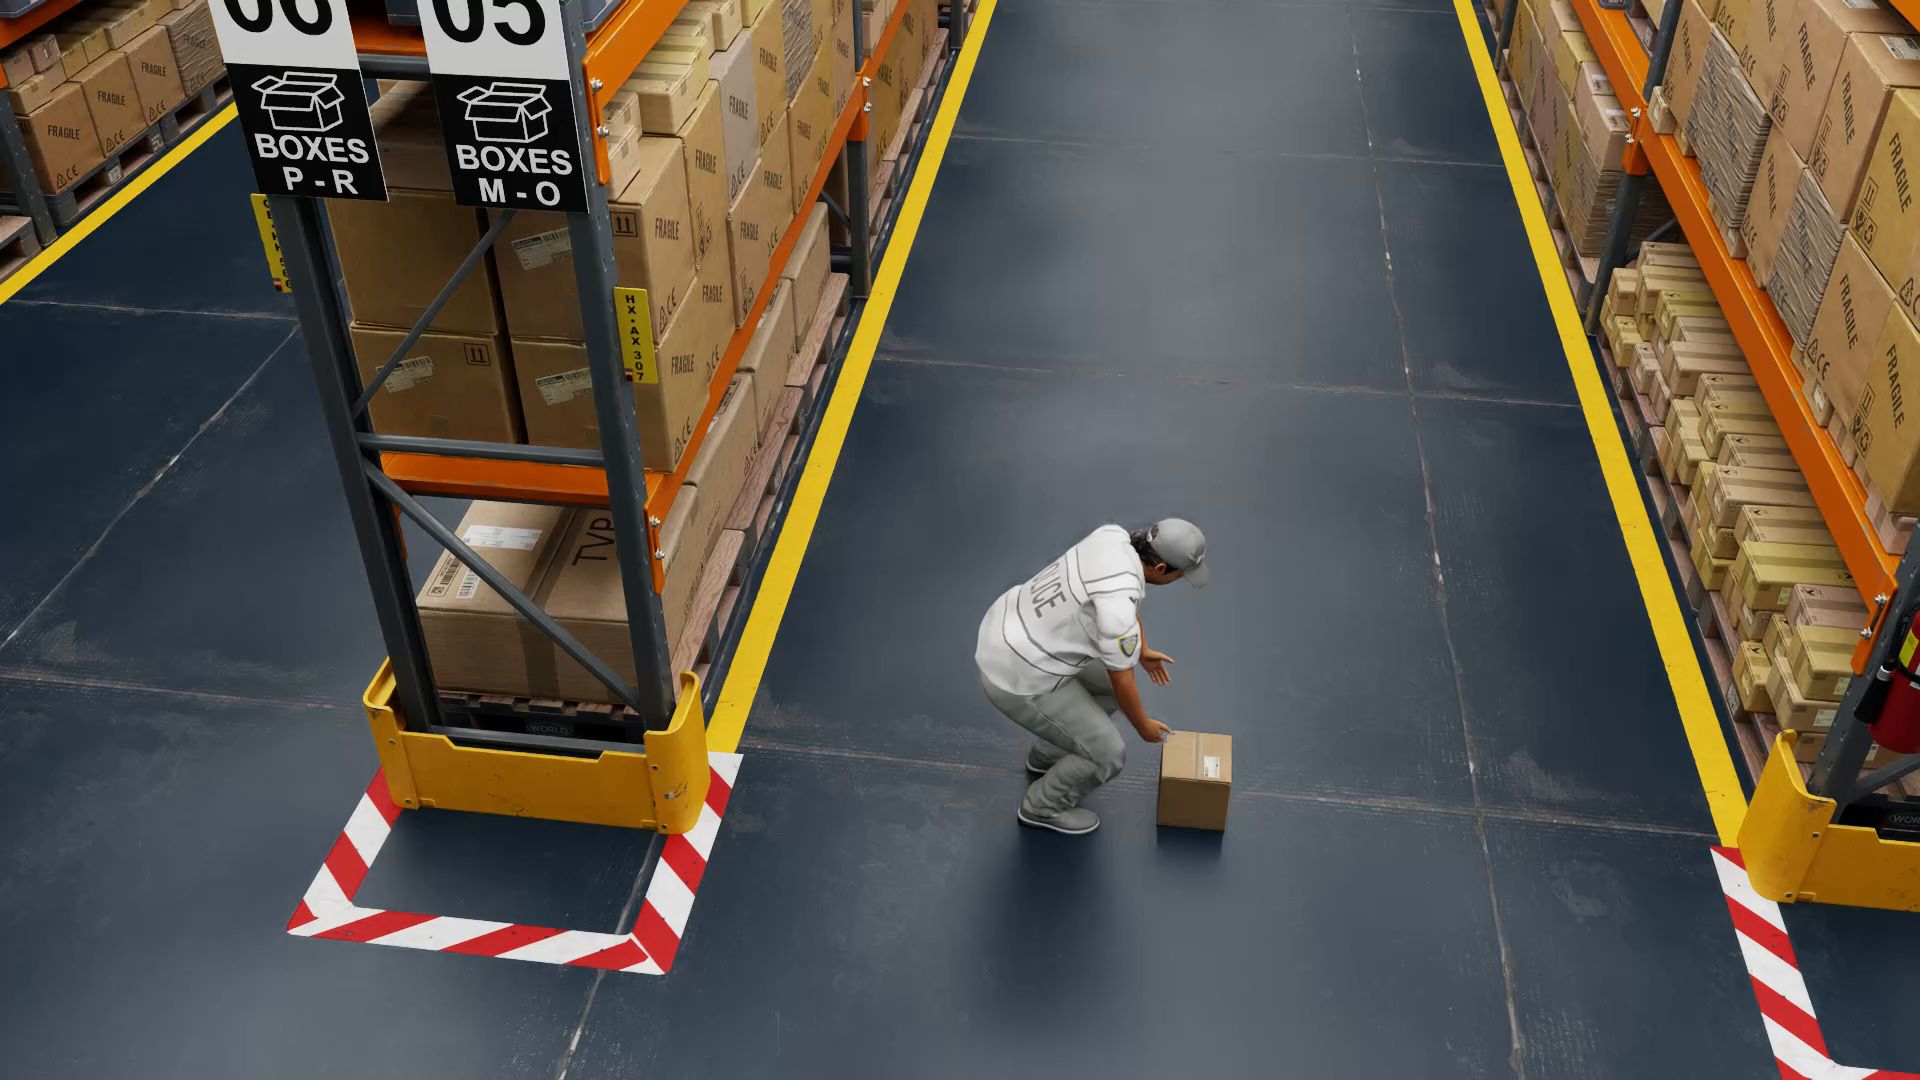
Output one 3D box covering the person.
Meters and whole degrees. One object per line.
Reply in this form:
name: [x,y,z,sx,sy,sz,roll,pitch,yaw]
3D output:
person: [0.454,0.437,5.896,0.786,1.265,0.540,4,37,6]
